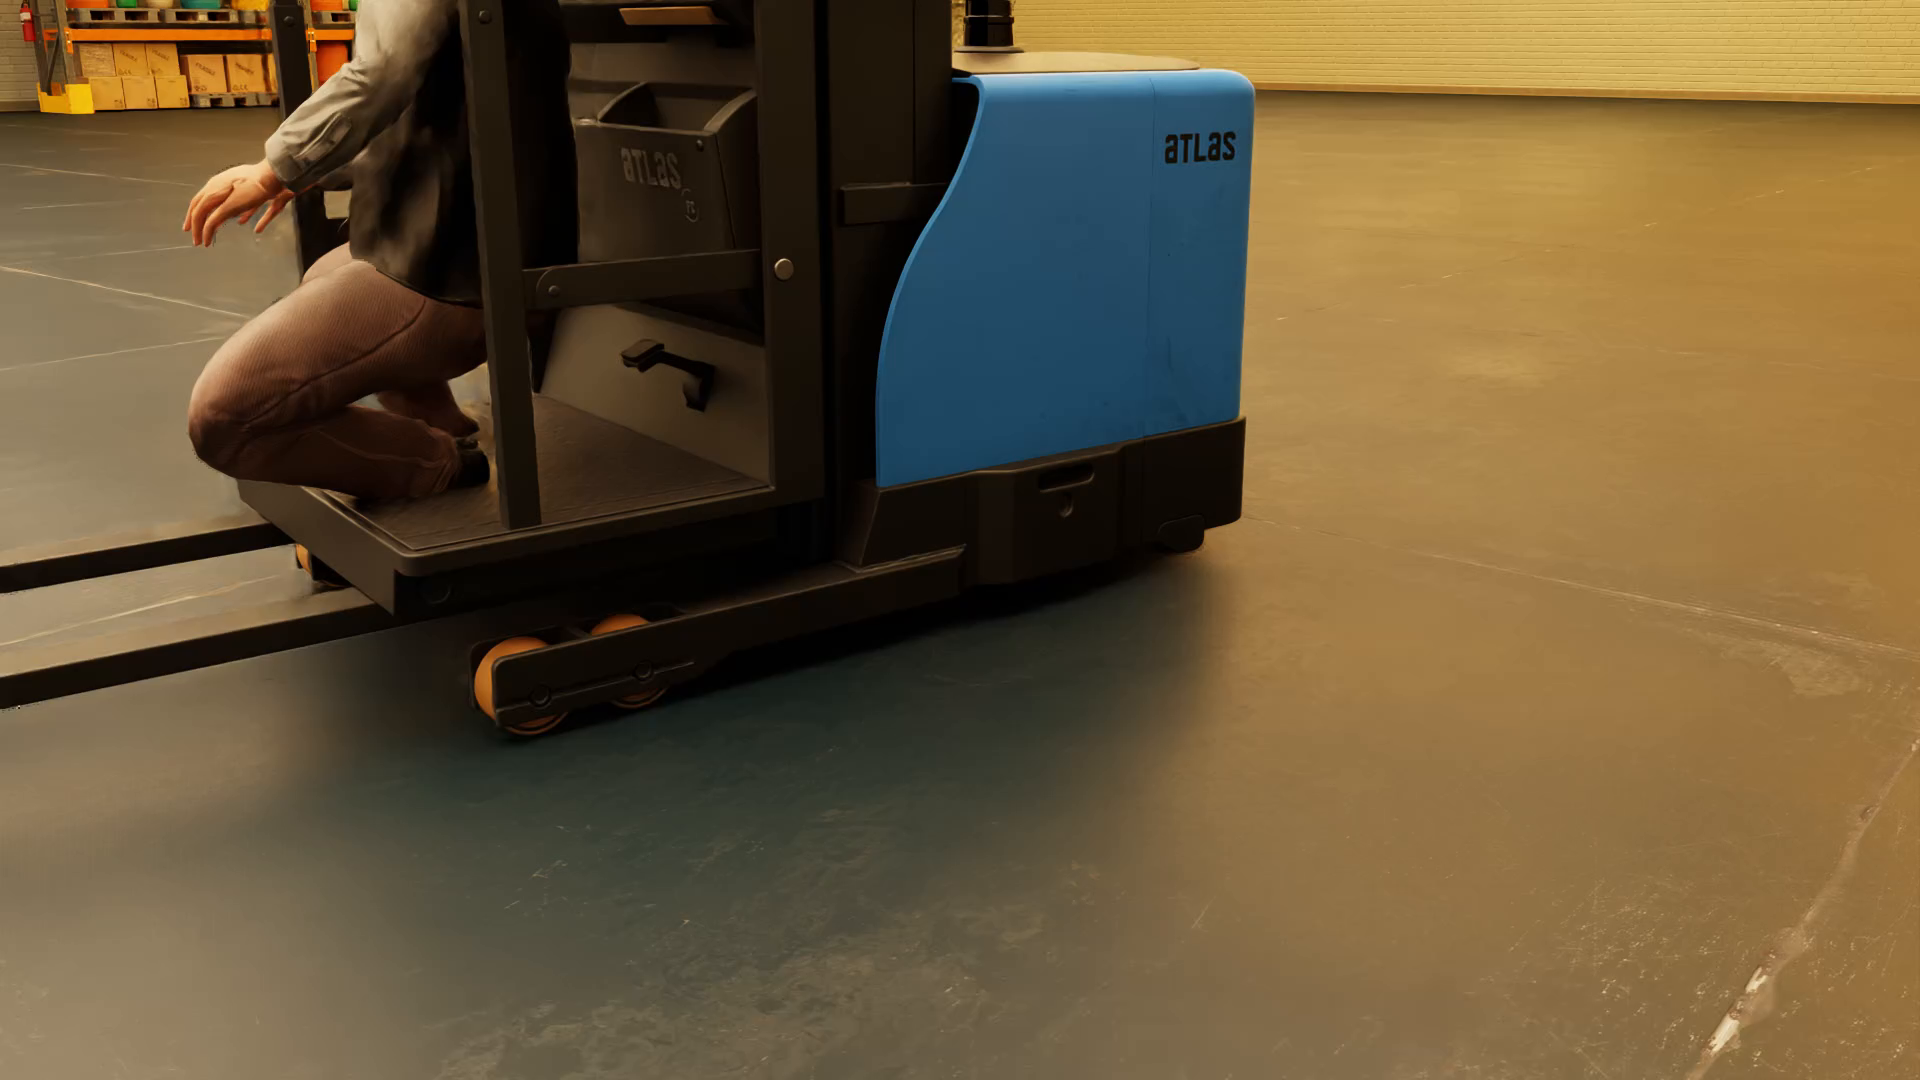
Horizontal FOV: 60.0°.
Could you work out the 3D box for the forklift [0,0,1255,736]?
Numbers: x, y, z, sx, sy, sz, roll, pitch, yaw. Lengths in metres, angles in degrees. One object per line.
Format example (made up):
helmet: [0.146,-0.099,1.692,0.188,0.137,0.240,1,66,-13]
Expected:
forklift: [-0.823,-1.242,2.987,3.031,2.935,1.130,-13,21,-36]

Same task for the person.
person: [-1.042,-0.588,2.977,0.777,1.399,0.835,1,17,5]
